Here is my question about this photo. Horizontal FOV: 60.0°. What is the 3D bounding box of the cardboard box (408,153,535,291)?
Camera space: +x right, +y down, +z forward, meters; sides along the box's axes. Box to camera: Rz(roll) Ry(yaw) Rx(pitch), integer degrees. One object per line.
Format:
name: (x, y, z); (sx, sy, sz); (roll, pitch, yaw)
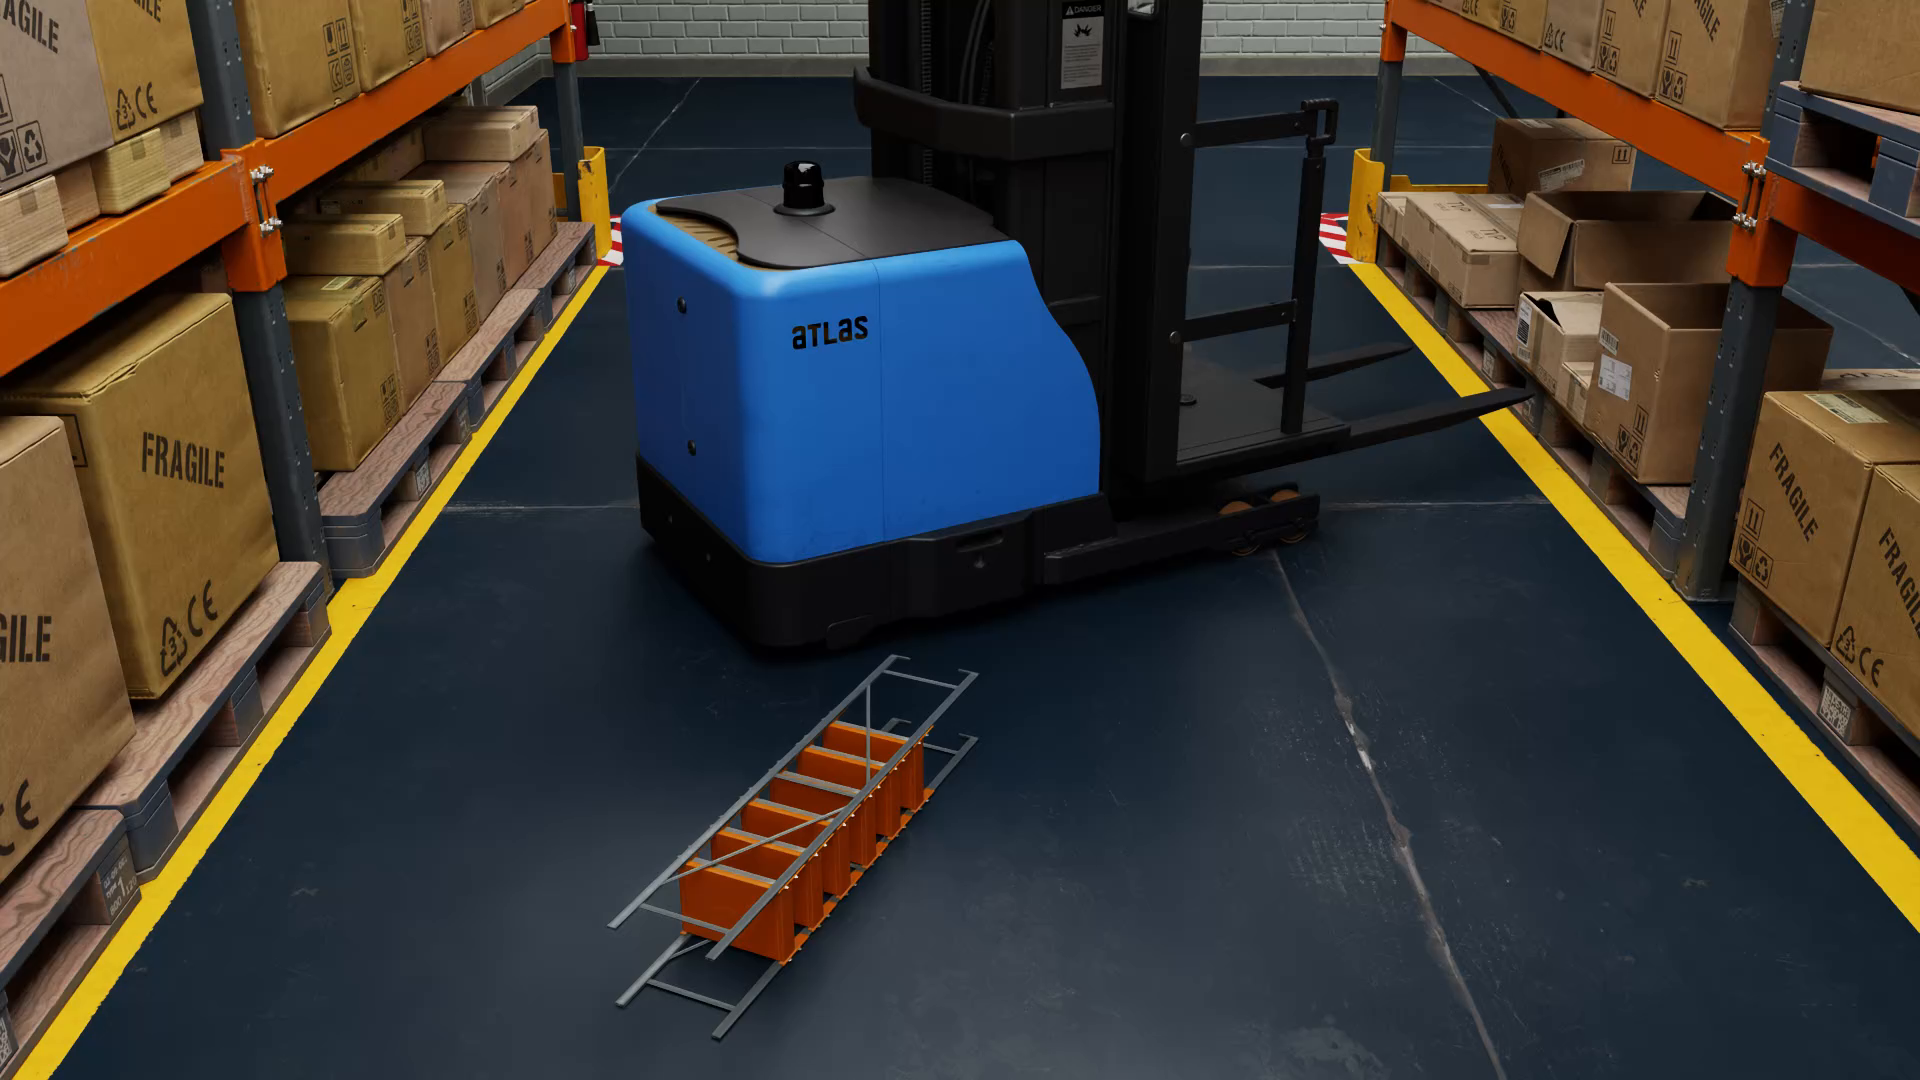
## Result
cardboard box: (-2.271, -1.388, 7.204); (0.700, 0.500, 0.500); (0, 24, -1)

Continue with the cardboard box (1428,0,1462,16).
cardboard box: (2.321, -2.503, 7.023); (0.500, 0.500, 0.500); (0, 24, -1)

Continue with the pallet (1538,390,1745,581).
pallet: (2.606, -0.218, 5.476); (1.003, 0.211, 1.213); (0, 24, -1)

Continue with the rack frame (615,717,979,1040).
rack frame: (-0.312, 0.699, 3.691); (0.240, 0.006, 1.200); (11, 26, 22)

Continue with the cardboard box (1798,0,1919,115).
cardboard box: (2.394, -1.246, 3.735); (0.700, 0.500, 0.500); (-9, 26, -18)

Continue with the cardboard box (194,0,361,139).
cardboard box: (-2.330, -1.542, 4.656); (0.980, 0.700, 0.700); (0, 24, 0)

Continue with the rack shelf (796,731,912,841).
rack shelf: (-0.244, 0.554, 3.789); (0.258, 0.180, 0.103); (11, 26, 22)

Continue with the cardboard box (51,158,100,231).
cardboard box: (-2.070, -0.728, 3.500); (0.380, 0.149, 0.250); (0, 24, 1)

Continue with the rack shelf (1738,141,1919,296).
rack shelf: (2.635, -0.054, 2.602); (1.077, 0.370, 4.000); (0, 24, -1)

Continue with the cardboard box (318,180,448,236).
cardboard box: (-2.073, -1.196, 5.990); (0.380, 0.149, 0.250); (-1, 24, -2)

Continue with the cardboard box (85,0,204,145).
cardboard box: (-2.083, -1.183, 3.719); (0.500, 0.500, 0.500); (-1, 24, -1)

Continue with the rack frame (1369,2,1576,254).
rack frame: (2.569, -2.854, 7.920); (1.000, 3.000, 0.127); (0, 24, -1)

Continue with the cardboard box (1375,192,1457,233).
cardboard box: (2.230, -1.581, 8.032); (0.380, 0.149, 0.250); (0, 24, -1)

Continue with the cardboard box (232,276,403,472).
cardboard box: (-2.246, -0.543, 5.334); (0.700, 0.500, 0.500); (0, 24, 0)

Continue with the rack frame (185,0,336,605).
rack frame: (-2.341, -1.182, 4.223); (1.000, 3.000, 0.127); (0, 24, -1)

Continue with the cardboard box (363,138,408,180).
cardboard box: (-2.466, -1.524, 6.716); (0.380, 0.149, 0.250); (0, 24, 0)

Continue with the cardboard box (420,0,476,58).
cardboard box: (-2.350, -2.143, 5.984); (0.980, 0.700, 0.700); (-1, 24, -3)

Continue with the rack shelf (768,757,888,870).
rack shelf: (-0.294, 0.599, 3.690); (0.258, 0.180, 0.103); (11, 26, 22)

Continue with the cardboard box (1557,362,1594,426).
cardboard box: (2.259, -0.495, 5.630); (0.380, 0.149, 0.250); (0, 24, -1)

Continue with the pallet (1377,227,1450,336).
pallet: (2.580, -1.223, 7.699); (1.003, 0.211, 1.213); (0, 24, -1)

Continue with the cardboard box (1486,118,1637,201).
cardboard box: (2.821, -1.693, 7.852); (0.500, 0.500, 0.500); (0, 24, -1)

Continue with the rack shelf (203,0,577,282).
rack shelf: (-2.362, -1.678, 6.194); (1.077, 0.370, 4.000); (0, 24, -1)

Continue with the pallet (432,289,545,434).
pallet: (-2.287, -0.729, 6.606); (1.003, 0.211, 1.213); (0, 24, -1)

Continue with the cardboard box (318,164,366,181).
cardboard box: (-2.460, -1.314, 6.252); (0.380, 0.149, 0.250); (-1, 24, -2)

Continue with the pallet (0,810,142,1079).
pallet: (-2.241, 0.910, 2.981); (1.003, 0.211, 1.213); (0, 24, -1)

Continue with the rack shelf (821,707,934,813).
rack shelf: (-0.194, 0.509, 3.889); (0.258, 0.180, 0.103); (11, 26, 22)

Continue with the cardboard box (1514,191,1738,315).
cardboard box: (2.587, -1.043, 6.411); (0.797, 0.503, 0.637); (0, 24, -1)

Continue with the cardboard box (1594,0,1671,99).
cardboard box: (2.344, -1.669, 5.178); (0.500, 0.500, 0.500); (0, 24, 1)

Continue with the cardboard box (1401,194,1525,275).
cardboard box: (2.297, -1.370, 7.442); (0.500, 0.250, 0.500); (0, 24, -1)

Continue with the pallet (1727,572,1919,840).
pallet: (2.660, 0.400, 4.110); (1.003, 0.211, 1.213); (0, 24, -1)

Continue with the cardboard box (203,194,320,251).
cardboard box: (-2.454, -1.104, 5.787); (0.380, 0.149, 0.250); (-1, 24, -2)

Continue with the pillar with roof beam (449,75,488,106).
pillar with roof beam: (1.026, -6.692, 9.125); (9.100, 9.000, 0.400); (0, 24, -1)

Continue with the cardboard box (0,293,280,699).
cardboard box: (-2.203, -0.127, 3.989); (0.750, 0.750, 0.750); (0, 24, 0)

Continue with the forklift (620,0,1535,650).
forklift: (0.543, -1.462, 4.925); (3.031, 2.935, 1.130); (-13, 27, -27)

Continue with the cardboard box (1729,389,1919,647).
cardboard box: (2.374, -0.067, 4.257); (0.500, 0.500, 0.500); (-1, 24, -3)

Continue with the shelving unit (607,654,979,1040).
shelving unit: (-0.312, 0.616, 3.653); (0.258, 0.189, 1.200); (11, 26, 22)

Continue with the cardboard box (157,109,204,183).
cardboard box: (-2.054, -0.939, 3.966); (0.380, 0.149, 0.250); (0, 24, 0)

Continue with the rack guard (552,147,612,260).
rack guard: (-2.384, -1.701, 8.405); (1.175, 0.500, 0.348); (0, 24, -1)

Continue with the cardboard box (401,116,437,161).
cardboard box: (-2.471, -1.732, 7.176); (0.380, 0.149, 0.250); (0, 24, 0)

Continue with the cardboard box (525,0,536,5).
cardboard box: (-2.369, -2.757, 7.341); (0.980, 0.700, 0.700); (1, 24, 2)

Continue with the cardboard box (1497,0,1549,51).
cardboard box: (2.328, -2.090, 6.110); (0.500, 0.500, 0.500); (0, 24, 0)

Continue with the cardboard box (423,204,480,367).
cardboard box: (-2.252, -0.961, 6.260); (0.700, 0.500, 0.500); (0, 24, 1)

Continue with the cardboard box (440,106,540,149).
cardboard box: (-2.093, -1.838, 7.411); (0.380, 0.149, 0.250); (-1, 24, -1)
